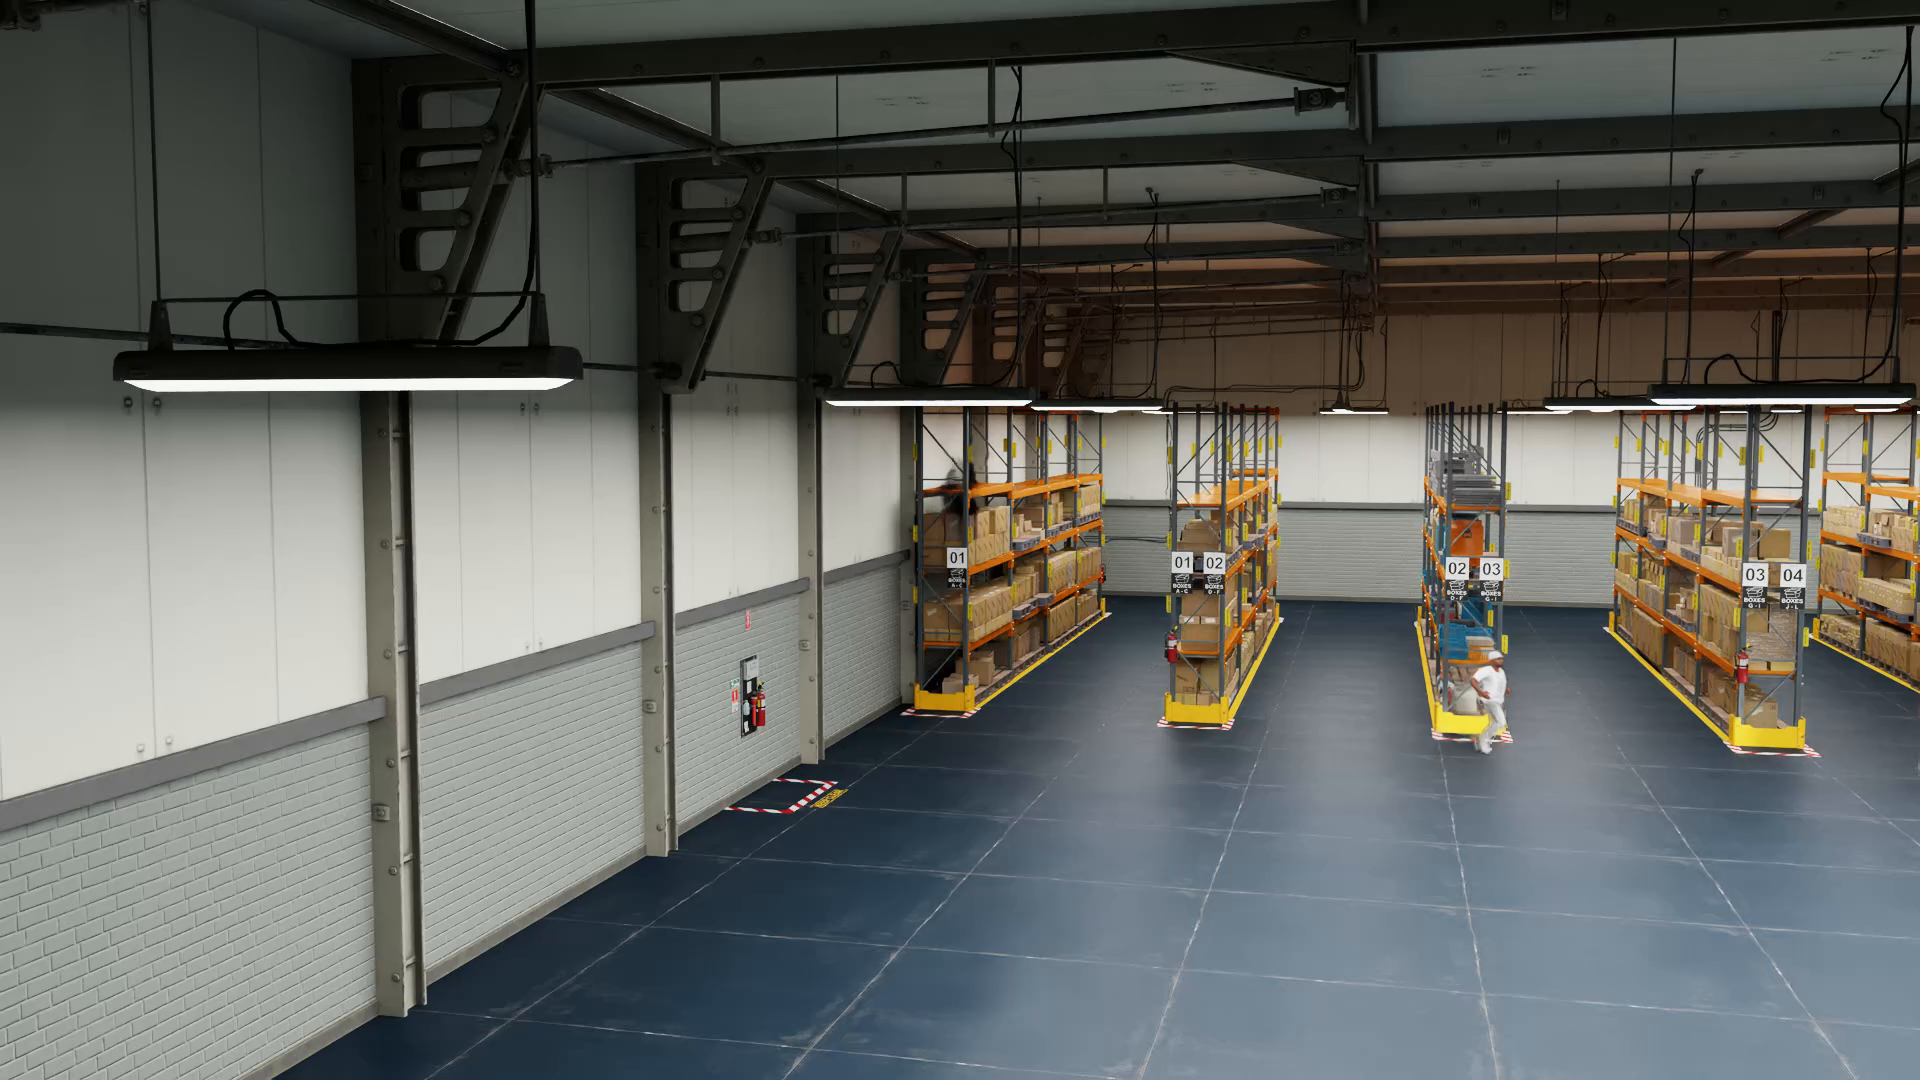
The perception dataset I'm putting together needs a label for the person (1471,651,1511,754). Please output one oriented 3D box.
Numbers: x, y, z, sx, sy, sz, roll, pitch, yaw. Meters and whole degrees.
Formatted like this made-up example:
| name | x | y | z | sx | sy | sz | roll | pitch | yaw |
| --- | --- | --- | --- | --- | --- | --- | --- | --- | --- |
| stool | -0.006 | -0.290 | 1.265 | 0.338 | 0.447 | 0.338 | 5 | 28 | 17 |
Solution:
| name | x | y | z | sx | sy | sz | roll | pitch | yaw |
| --- | --- | --- | --- | --- | --- | --- | --- | --- | --- |
| person | 9.099 | 2.760 | 28.326 | 0.735 | 1.742 | 0.579 | -4 | 6 | -41 |
